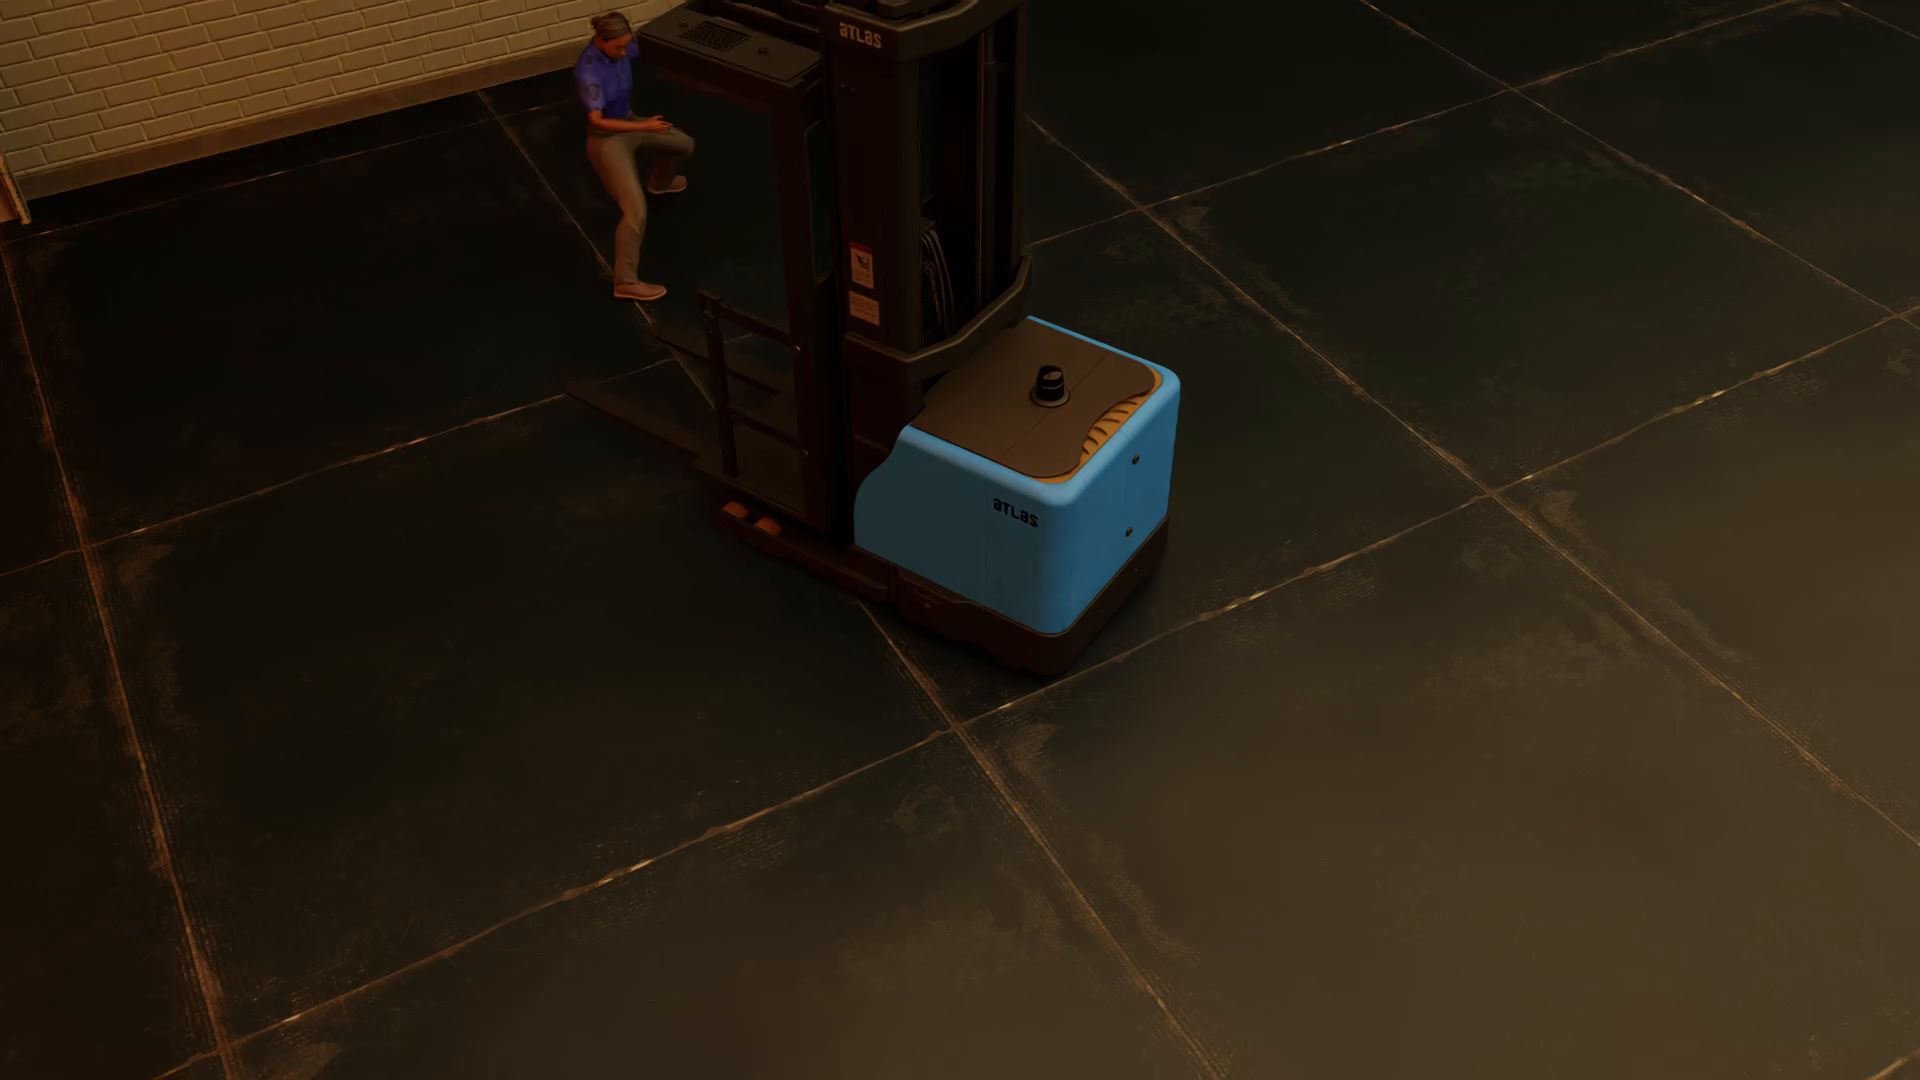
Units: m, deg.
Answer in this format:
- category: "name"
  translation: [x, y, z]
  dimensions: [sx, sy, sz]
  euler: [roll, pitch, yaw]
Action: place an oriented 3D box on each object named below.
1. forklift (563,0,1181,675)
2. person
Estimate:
- category: "forklift"
  translation: [-0.555, -1.287, 7.085]
  dimensions: [3.031, 2.935, 1.130]
  euler: [25, 48, 24]
- category: "person"
  translation: [-1.748, -2.260, 9.239]
  dimensions: [0.609, 1.429, 1.203]
  euler: [16, 45, 16]
